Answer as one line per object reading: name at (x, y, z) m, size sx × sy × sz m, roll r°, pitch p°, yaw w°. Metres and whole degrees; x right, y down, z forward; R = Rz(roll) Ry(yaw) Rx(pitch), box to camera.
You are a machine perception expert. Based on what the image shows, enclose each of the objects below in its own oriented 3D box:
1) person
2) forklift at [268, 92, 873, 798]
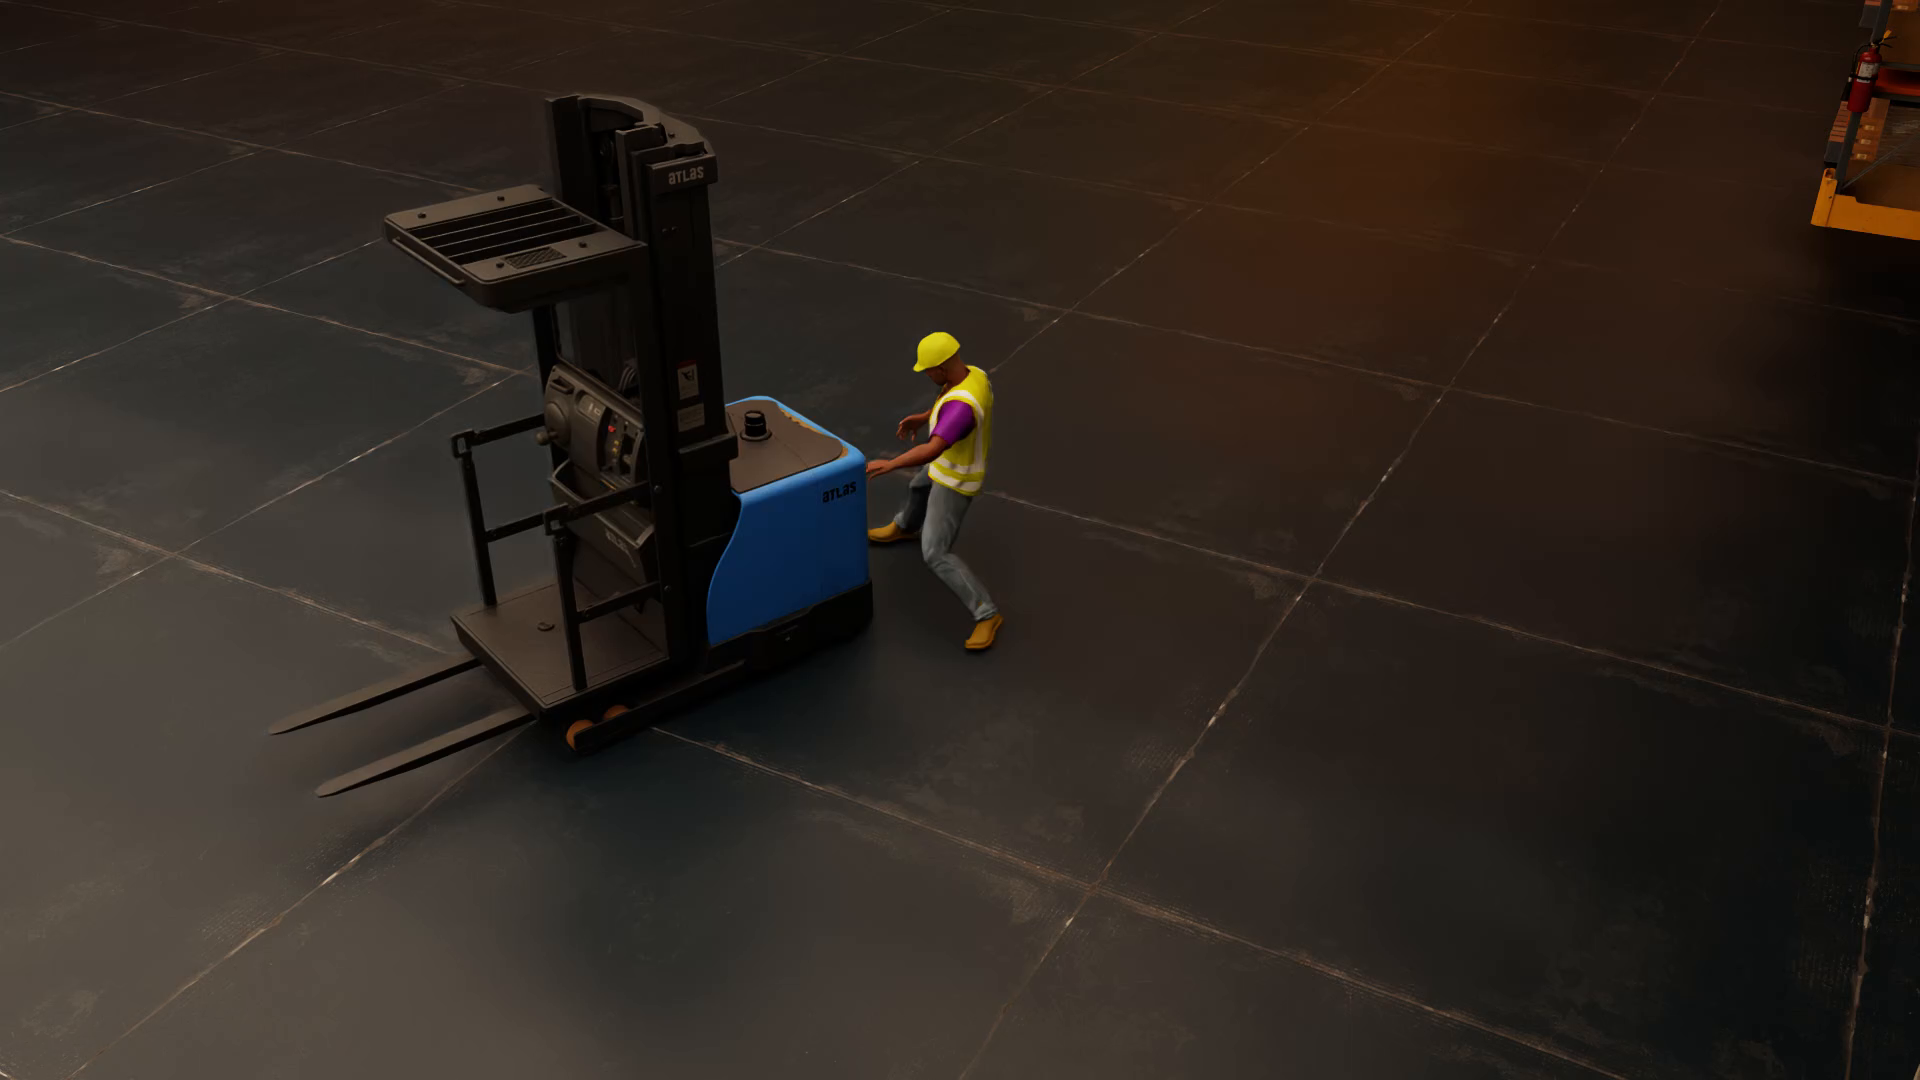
person at (-0.167, -0.392, 9.116) m, size 0.935 × 1.562 × 1.258 m, roll 4°, pitch 30°, yaw 7°
forklift at (-1.942, -0.516, 7.965) m, size 3.031 × 2.935 × 1.130 m, roll -22°, pitch 37°, yaw -33°
